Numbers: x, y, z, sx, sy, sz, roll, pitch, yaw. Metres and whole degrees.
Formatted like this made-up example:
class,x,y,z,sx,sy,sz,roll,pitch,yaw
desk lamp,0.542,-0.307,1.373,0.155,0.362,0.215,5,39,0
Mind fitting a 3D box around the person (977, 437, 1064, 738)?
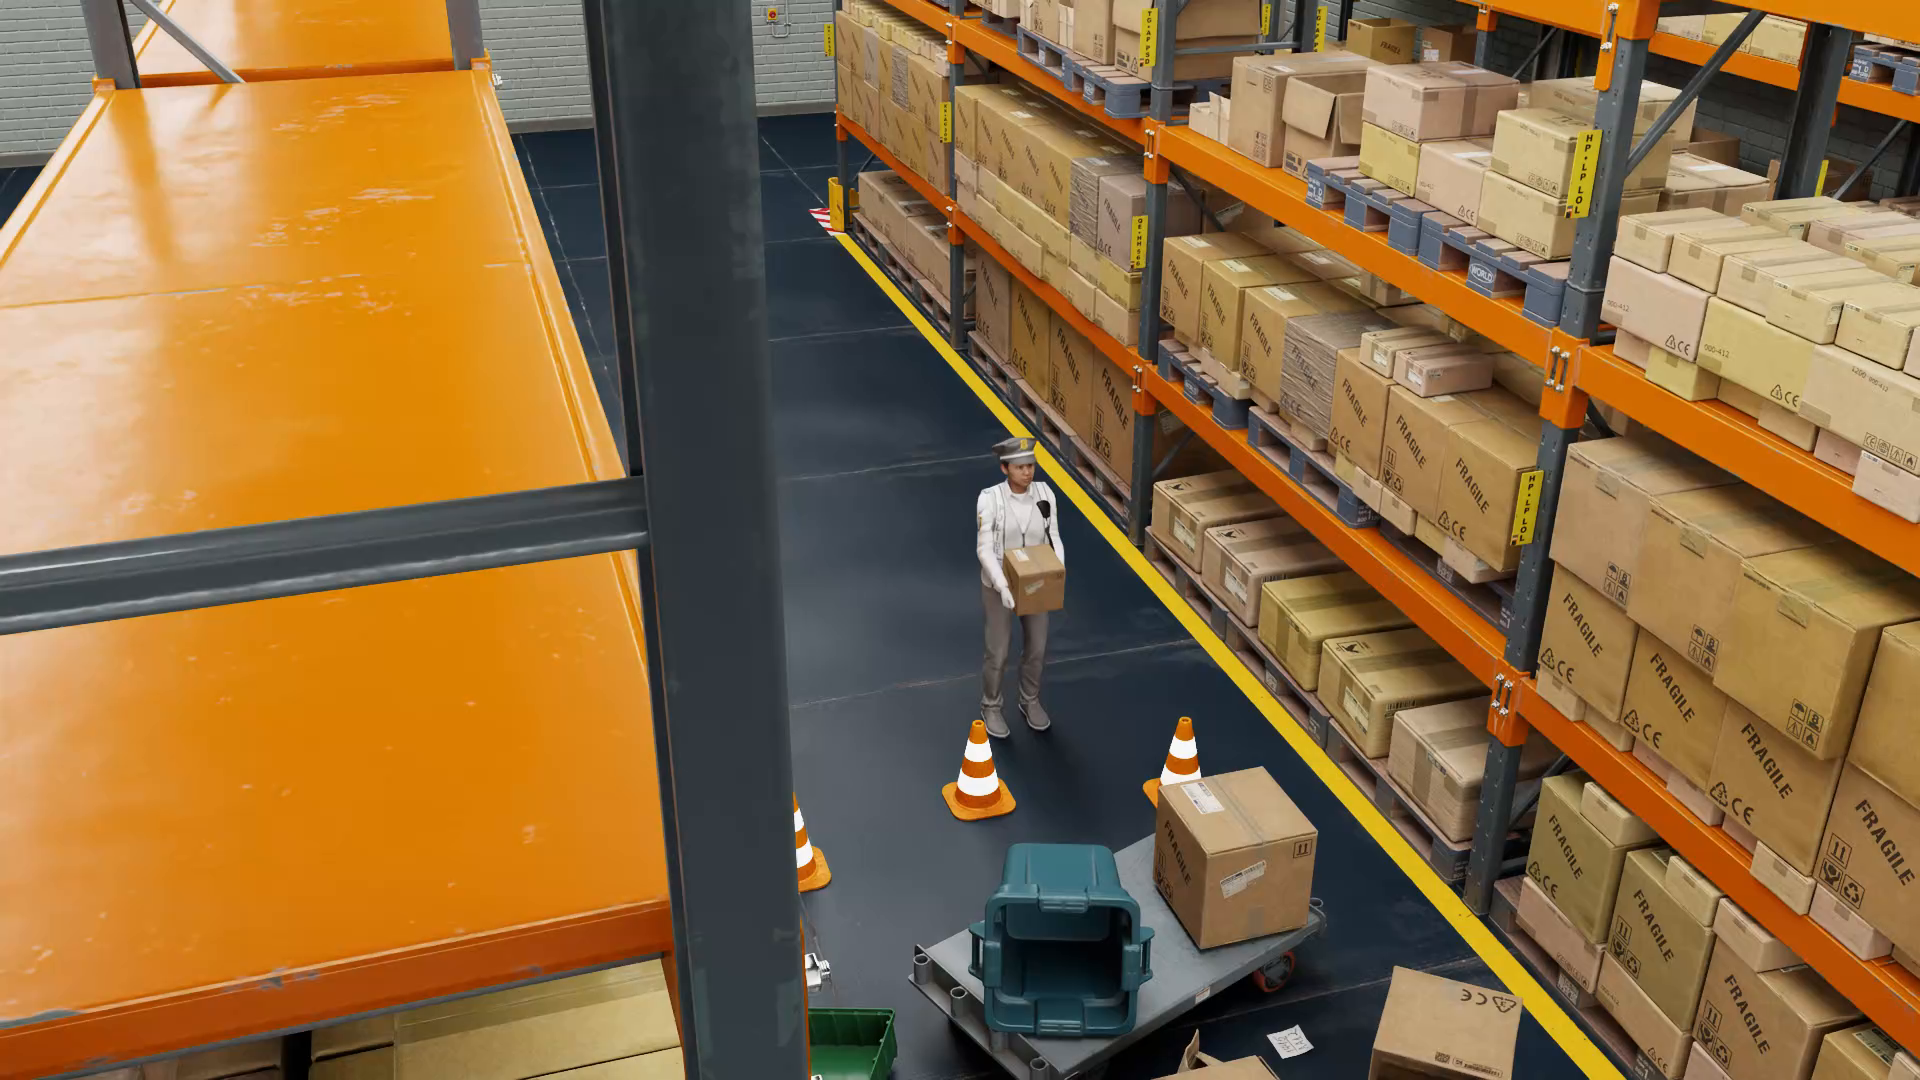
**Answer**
class,x,y,z,sx,sy,sz,roll,pitch,yaw
person,0.321,0.266,8.785,0.461,1.687,0.563,-8,28,-16
